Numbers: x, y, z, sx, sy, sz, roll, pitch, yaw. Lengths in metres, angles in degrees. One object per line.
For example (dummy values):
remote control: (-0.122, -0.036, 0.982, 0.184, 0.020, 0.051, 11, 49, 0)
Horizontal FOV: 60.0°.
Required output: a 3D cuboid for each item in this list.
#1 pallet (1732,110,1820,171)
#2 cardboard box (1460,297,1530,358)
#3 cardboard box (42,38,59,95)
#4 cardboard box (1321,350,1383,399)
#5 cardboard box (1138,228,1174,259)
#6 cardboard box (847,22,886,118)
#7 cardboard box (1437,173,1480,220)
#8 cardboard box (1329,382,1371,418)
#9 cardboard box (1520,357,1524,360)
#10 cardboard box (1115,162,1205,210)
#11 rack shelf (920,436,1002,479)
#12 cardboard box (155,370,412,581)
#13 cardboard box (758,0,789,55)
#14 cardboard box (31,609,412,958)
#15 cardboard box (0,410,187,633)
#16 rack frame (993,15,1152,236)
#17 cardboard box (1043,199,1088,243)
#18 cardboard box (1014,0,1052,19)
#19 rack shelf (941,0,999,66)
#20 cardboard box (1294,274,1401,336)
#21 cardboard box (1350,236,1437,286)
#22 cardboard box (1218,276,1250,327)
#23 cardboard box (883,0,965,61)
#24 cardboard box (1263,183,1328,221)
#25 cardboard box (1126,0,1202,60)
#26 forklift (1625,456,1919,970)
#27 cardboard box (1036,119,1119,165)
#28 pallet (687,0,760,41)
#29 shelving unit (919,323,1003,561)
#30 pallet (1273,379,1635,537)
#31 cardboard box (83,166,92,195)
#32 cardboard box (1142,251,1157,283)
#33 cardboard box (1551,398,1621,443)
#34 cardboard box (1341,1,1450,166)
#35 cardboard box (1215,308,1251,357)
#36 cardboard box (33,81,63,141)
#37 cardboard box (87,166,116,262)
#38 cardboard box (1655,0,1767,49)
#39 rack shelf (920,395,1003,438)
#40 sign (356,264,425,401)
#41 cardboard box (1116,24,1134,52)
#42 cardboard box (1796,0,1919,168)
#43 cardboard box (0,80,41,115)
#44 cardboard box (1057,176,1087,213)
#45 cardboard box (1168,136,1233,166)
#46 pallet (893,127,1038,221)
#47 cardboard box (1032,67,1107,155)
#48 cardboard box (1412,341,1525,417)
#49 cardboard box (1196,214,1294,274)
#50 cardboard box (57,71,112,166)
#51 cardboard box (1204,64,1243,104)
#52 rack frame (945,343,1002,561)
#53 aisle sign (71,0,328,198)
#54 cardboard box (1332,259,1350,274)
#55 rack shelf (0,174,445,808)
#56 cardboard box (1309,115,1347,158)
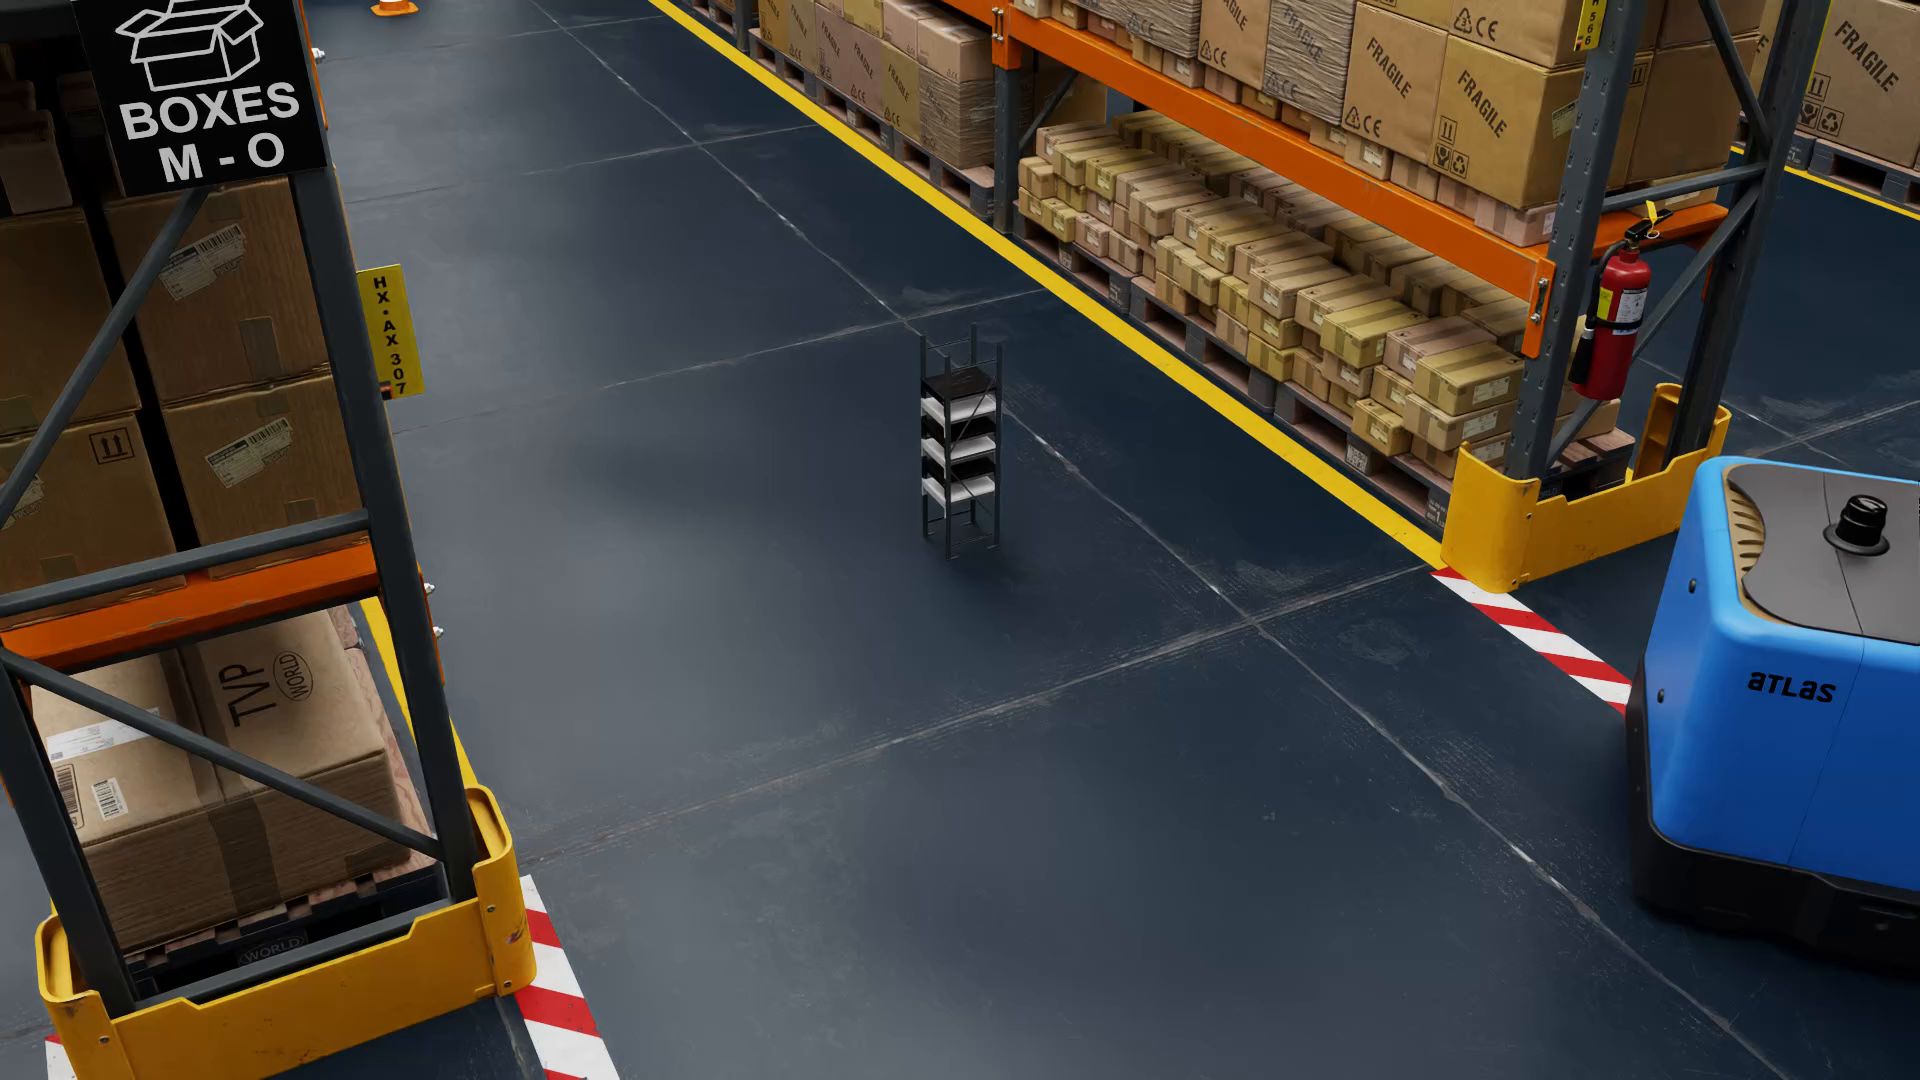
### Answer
pallet: (5.381, -2.786, 10.903, 1.003, 0.211, 1.213, -16, 36, -23)
cardboard box: (2.347, -0.898, 7.074, 0.380, 0.149, 0.250, -15, 36, -22)
cardboard box: (-3.204, -1.535, 5.346, 0.500, 0.500, 0.500, -15, 36, -22)
cardboard box: (1.784, -0.764, 7.140, 0.380, 0.149, 0.250, -17, 37, -25)
cardboard box: (1.121, -1.520, 8.319, 0.380, 0.149, 0.250, -14, 35, -21)
cardboard box: (-0.381, -3.048, 10.656, 0.500, 0.500, 0.500, -17, 36, -24)
cardboard box: (2.041, -1.341, 6.296, 0.380, 0.149, 0.250, -16, 36, -23)
cardboard box: (1.840, -0.655, 7.245, 0.380, 0.149, 0.250, -16, 36, -23)
cardboard box: (2.431, -0.796, 7.189, 0.380, 0.149, 0.250, -16, 36, -23)
cardboard box: (1.018, -1.781, 8.451, 0.380, 0.149, 0.250, -17, 36, -24)
rack shelf: (0.004, -0.347, 6.519, 0.258, 0.077, 0.200, -16, 36, -23)
cardboard box: (-1.776, -0.285, 4.321, 0.500, 0.500, 0.500, -16, 36, -23)
cardboard box: (-1.100, -3.775, 11.790, 0.500, 0.500, 0.500, -17, 37, -25)
cardboard box: (-2.202, 0.671, 4.908, 0.875, 0.438, 0.875, -17, 36, -25)
cardboard box: (-2.265, -0.147, 4.106, 0.500, 0.500, 0.500, -16, 36, -23)
rack frame: (0.661, -3.144, 8.876, 1.000, 3.000, 0.127, -16, 36, -23)
cardboard box: (0.671, -1.738, 8.936, 0.380, 0.149, 0.250, -15, 35, -22)
cardboard box: (0.504, -2.820, 8.604, 0.380, 0.149, 0.250, -15, 35, -21)
rack shelf: (-0.272, -3.795, 10.560, 1.077, 0.370, 4.000, -16, 36, -23)
cardboard box: (1.691, -1.016, 7.257, 0.380, 0.149, 0.250, -17, 37, -25)
cardboard box: (2.033, -1.283, 7.674, 0.380, 0.149, 0.250, -14, 35, -21)
cardboard box: (1.428, -1.135, 7.718, 0.380, 0.149, 0.250, -14, 35, -21)
cardboard box: (-0.138, -3.124, 10.078, 0.500, 0.250, 0.500, -14, 35, -21)
cardboard box: (1.730, -1.662, 8.266, 0.380, 0.149, 0.250, -17, 36, -25)
cardboard box: (1.109, -2.527, 7.546, 0.500, 0.500, 0.500, -17, 36, -24)
forklift: (3.596, -0.122, 4.224, 3.031, 2.935, 1.130, 10, 34, 15)
cardboard box: (0.638, -2.154, 9.033, 0.380, 0.149, 0.250, -14, 35, -21)
pallet: (-1.505, -4.273, 13.225, 1.003, 0.211, 1.213, -16, 36, -23)
shelving unit: (0.004, -0.375, 6.501, 0.258, 0.900, 0.210, -16, 36, -23)
pallet: (2.143, -0.493, 7.324, 1.003, 0.211, 1.213, -16, 36, -23)
cardboard box: (-3.453, -1.361, 6.002, 0.500, 0.500, 0.500, -16, 36, -23)
cardboard box: (1.151, -1.405, 8.415, 0.380, 0.149, 0.250, -17, 37, -25)
cardboard box: (2.565, -0.542, 7.068, 0.380, 0.149, 0.250, -15, 36, -22)
cardboard box: (1.853, -1.799, 6.409, 0.500, 0.500, 0.500, -16, 36, -24)
cardboard box: (1.429, -1.011, 7.801, 0.380, 0.149, 0.250, -15, 36, -22)
cardboard box: (-2.511, -0.817, 4.225, 0.500, 0.500, 0.500, -16, 36, -23)
cardboard box: (-2.025, -0.950, 4.433, 0.500, 0.500, 0.500, -17, 36, -24)
cardboard box: (2.552, -2.104, 5.958, 0.500, 0.500, 0.500, -16, 36, -23)
rack shelf: (0.004, -0.499, 6.422, 0.258, 0.077, 0.200, -16, 36, -23)
sign: (-1.312, -0.476, 3.836, 0.100, 0.325, 0.005, -16, 36, -23)
cardboard box: (0.982, -2.471, 8.058, 0.380, 0.149, 0.250, -18, 37, -25)
cardboard box: (5.753, -2.860, 10.014, 0.875, 0.875, 0.875, -16, 36, -23)
cardboard box: (-2.290, -0.914, 3.775, 0.380, 0.149, 0.250, -15, 36, -22)
cardboard box: (0.744, -1.894, 8.903, 0.380, 0.149, 0.250, -16, 36, -23)
cardboard box: (1.334, -2.037, 8.851, 0.380, 0.149, 0.250, -16, 36, -24)
pallet: (0.297, -2.341, 10.208, 1.003, 0.211, 1.213, -16, 36, -23)
cardboard box: (0.551, -2.687, 10.092, 0.500, 0.500, 0.500, -14, 35, -21)
cardboard box: (2.055, -0.650, 6.687, 0.380, 0.149, 0.250, -15, 36, -23)
cardboard box: (1.344, -1.402, 7.859, 0.380, 0.149, 0.250, -16, 36, -23)
cardboard box: (-1.912, -1.024, 3.947, 0.380, 0.149, 0.250, -15, 36, -22)
cardboard box: (1.327, -2.088, 7.461, 0.380, 0.149, 0.250, -14, 35, -21)
rack frame: (0.051, -0.327, 6.425, 0.240, 0.900, 0.006, -16, 36, -23)
aisle sign: (-1.516, -1.075, 3.237, 0.394, 0.787, 0.004, -16, 36, -23)
cardboard box: (1.844, -1.262, 7.917, 0.380, 0.149, 0.250, -14, 35, -21)
rack shelf: (-2.738, -0.593, 5.562, 1.077, 0.370, 4.000, -16, 36, -23)
cardboard box: (1.675, -1.706, 6.866, 0.380, 0.149, 0.250, -18, 37, -25)
